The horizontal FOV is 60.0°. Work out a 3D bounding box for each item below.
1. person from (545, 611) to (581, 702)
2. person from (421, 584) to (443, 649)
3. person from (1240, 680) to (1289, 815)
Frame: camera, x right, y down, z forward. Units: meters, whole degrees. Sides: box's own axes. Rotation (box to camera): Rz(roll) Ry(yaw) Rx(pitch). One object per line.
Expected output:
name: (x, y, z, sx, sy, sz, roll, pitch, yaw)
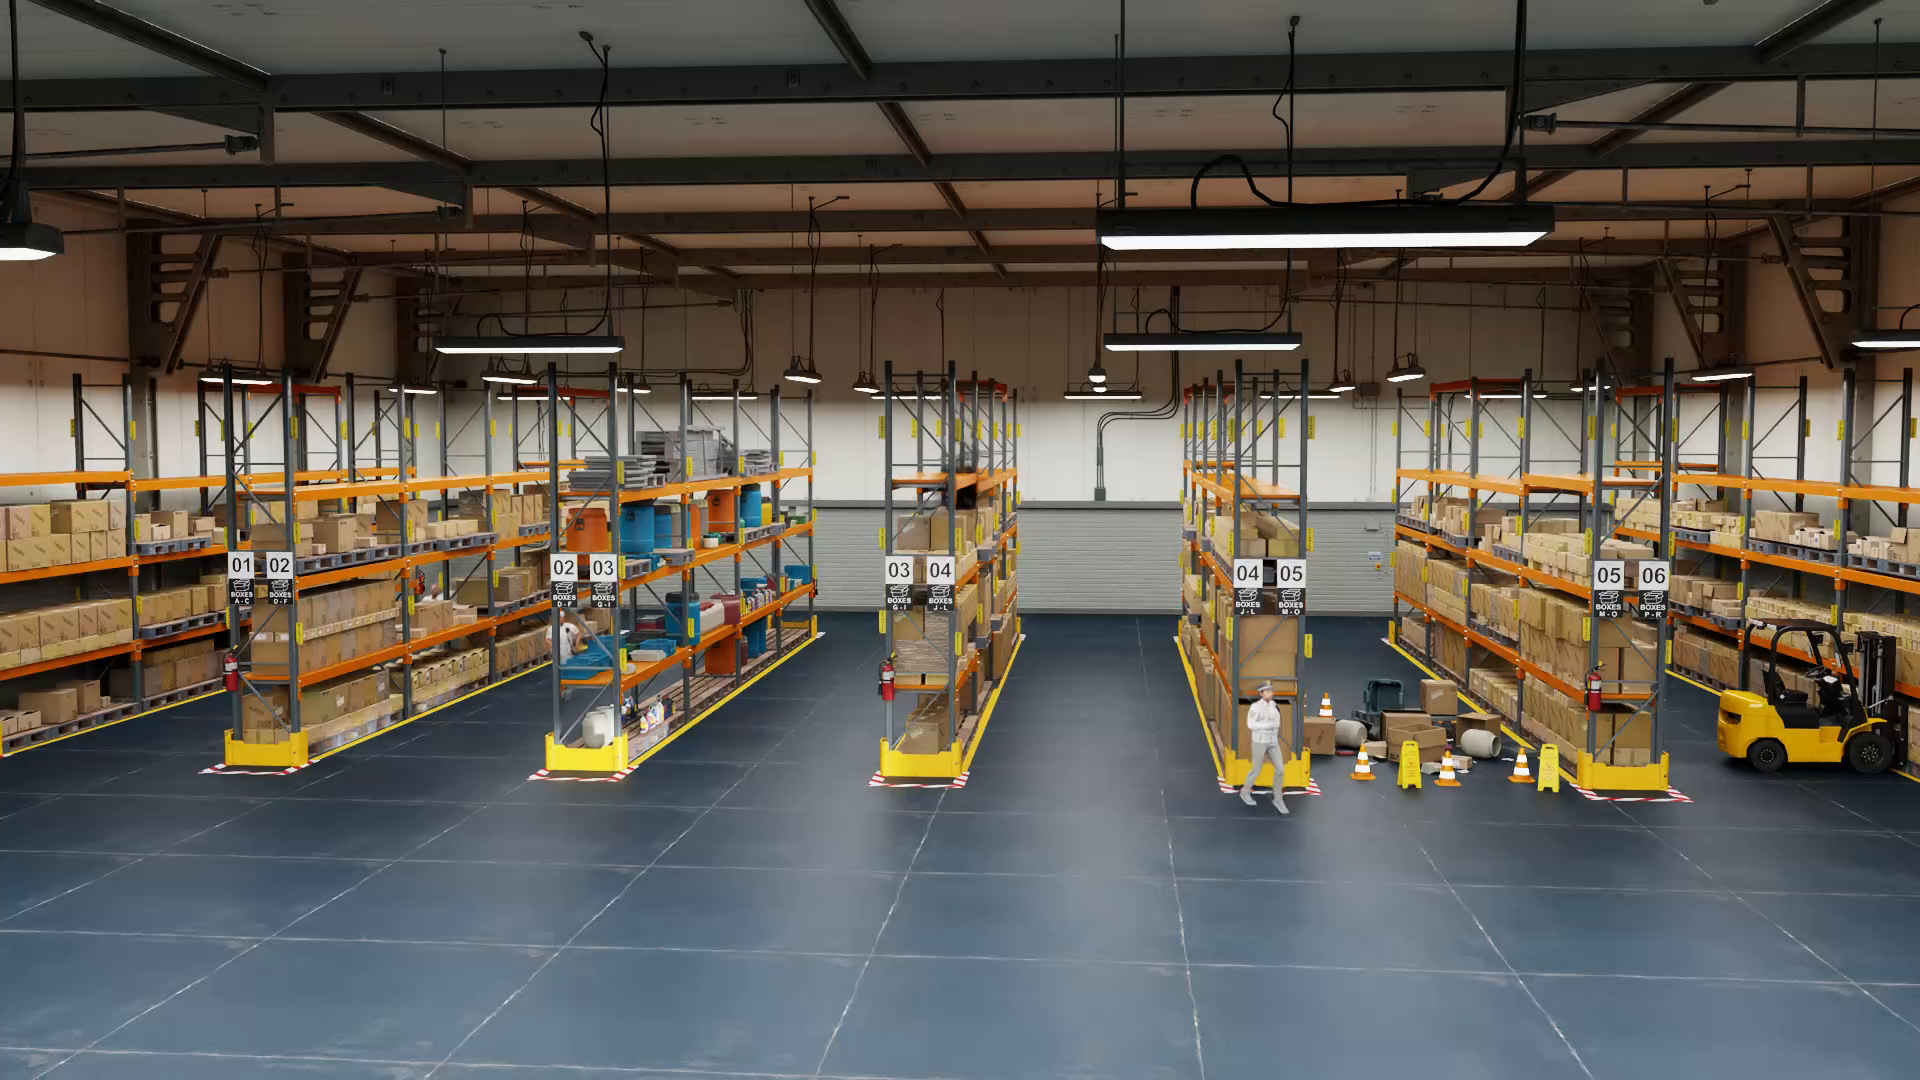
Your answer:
person: (-7.378, 2.163, 30.848, 0.613, 1.723, 0.711, 0, 4, 1)
person: (-11.170, 1.806, 35.427, 0.723, 1.739, 0.799, 0, 4, -3)
person: (4.002, 2.708, 21.893, 0.611, 1.756, 0.734, -2, 4, -30)
